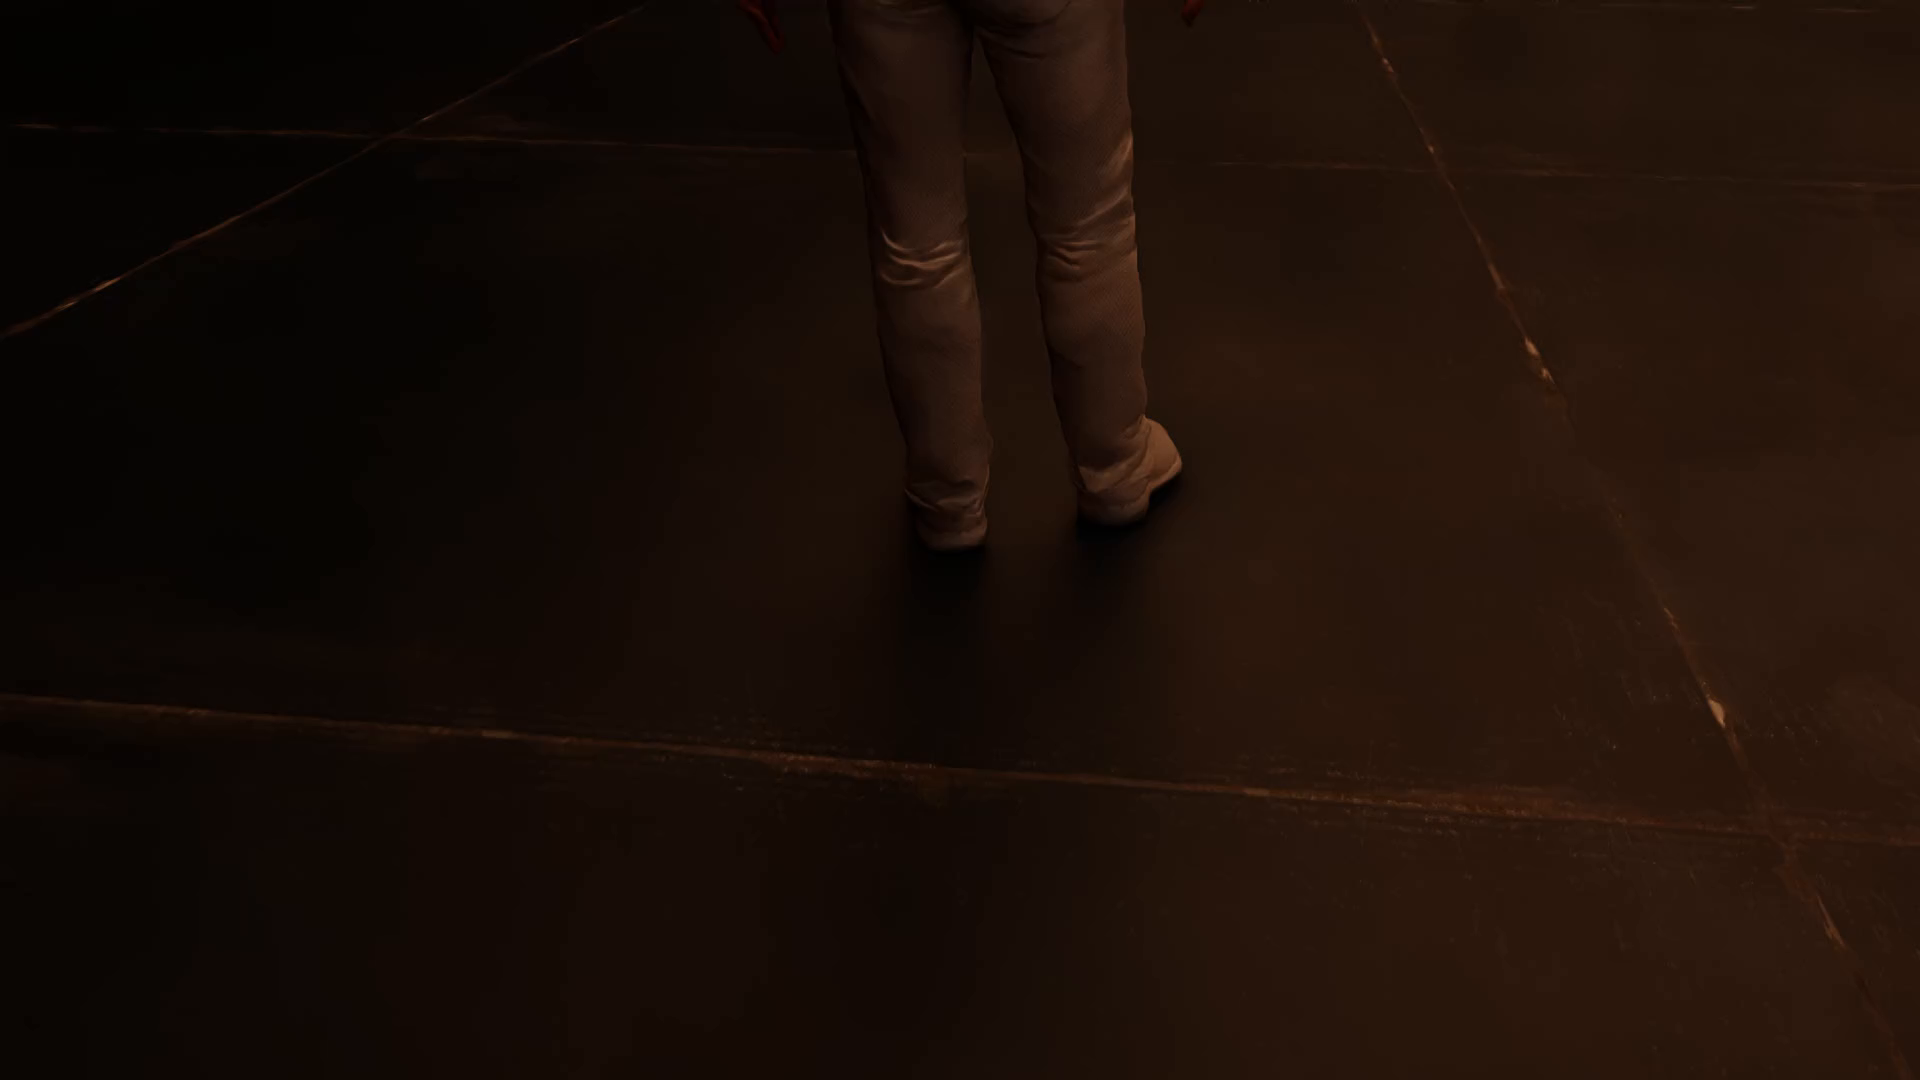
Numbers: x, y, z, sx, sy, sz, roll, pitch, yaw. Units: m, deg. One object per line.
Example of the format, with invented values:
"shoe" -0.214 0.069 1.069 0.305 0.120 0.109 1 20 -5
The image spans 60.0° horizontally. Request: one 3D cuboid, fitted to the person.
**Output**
"person" 0.014 -0.827 2.164 0.665 1.766 0.576 3 27 7
